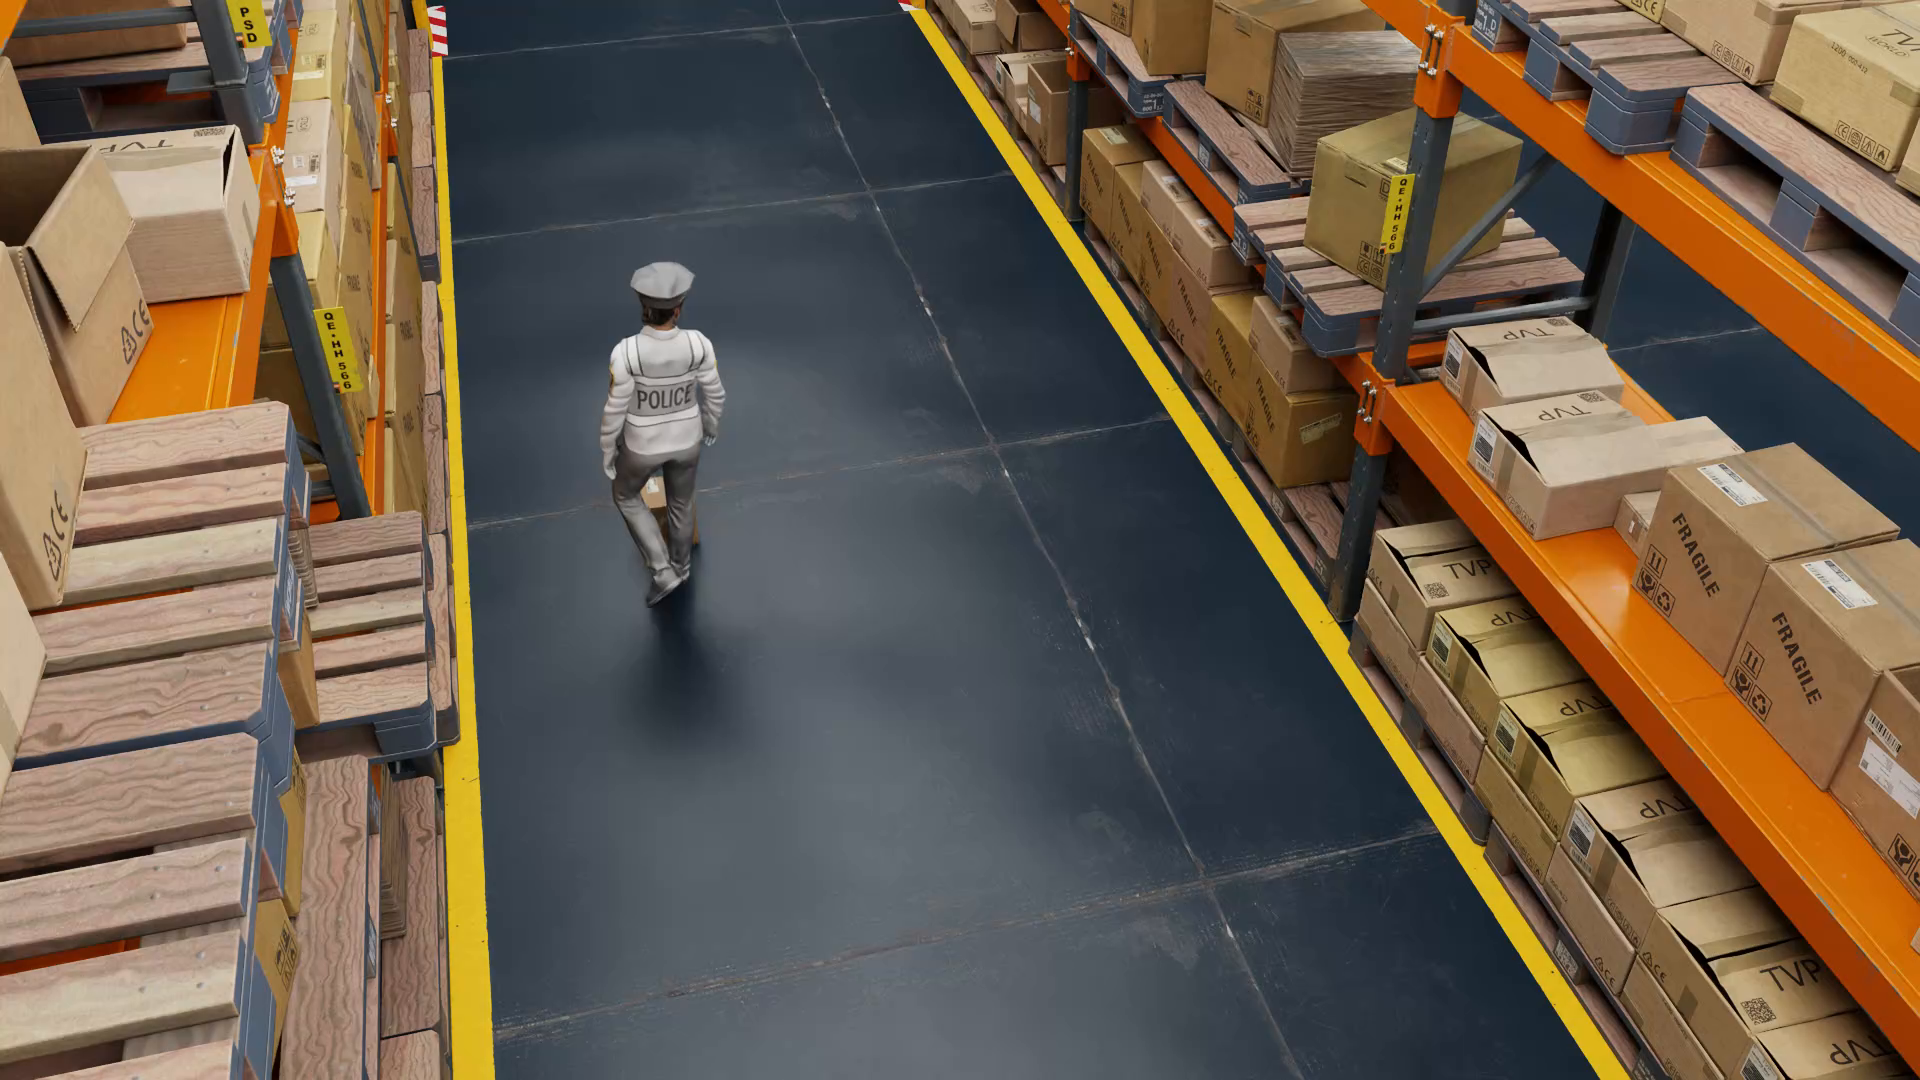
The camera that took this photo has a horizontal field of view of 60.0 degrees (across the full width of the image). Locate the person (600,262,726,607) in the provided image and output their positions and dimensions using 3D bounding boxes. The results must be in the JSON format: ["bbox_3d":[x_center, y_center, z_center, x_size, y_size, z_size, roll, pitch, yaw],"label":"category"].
[{"bbox_3d":[-1.311,-0.457,7.274,0.558,1.674,0.518,-16,41,-20],"label":"person"}]
